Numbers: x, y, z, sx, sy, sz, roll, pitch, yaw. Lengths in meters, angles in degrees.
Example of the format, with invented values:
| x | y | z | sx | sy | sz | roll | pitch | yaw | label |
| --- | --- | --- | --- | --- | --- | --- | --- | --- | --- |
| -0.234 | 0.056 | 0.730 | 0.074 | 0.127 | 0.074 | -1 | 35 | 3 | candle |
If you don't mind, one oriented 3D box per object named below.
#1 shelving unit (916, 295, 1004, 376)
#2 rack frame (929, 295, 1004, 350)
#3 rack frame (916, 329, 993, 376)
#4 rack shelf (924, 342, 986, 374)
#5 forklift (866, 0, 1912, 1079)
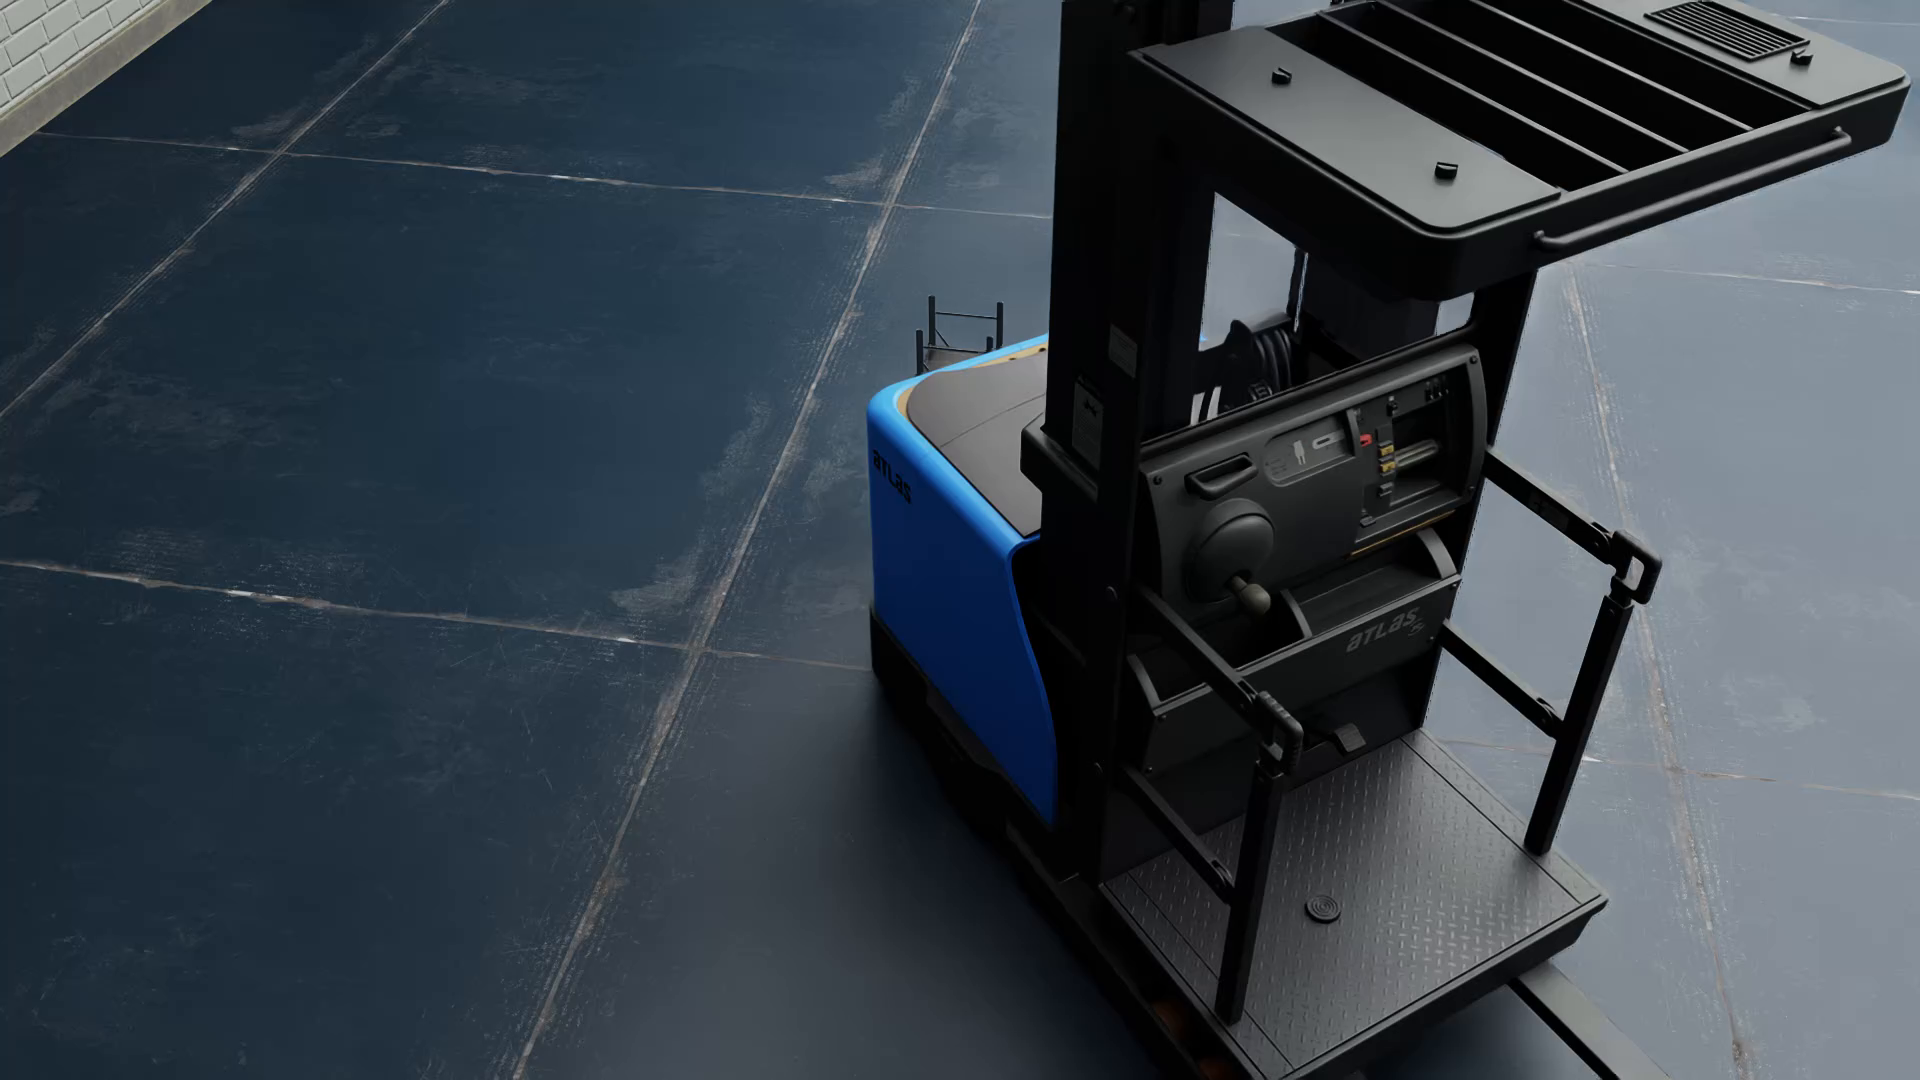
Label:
| x | y | z | sx | sy | sz | roll | pitch | yaw | label |
| --- | --- | --- | --- | --- | --- | --- | --- | --- | --- |
| 0.001 | -0.352 | 5.469 | 0.258 | 0.900 | 0.210 | 6 | 40 | 8 | shelving unit |
| 0.019 | -0.416 | 5.547 | 0.240 | 0.900 | 0.006 | 6 | 40 | 8 | rack frame |
| -0.016 | -0.288 | 5.392 | 0.240 | 0.900 | 0.006 | 6 | 40 | 8 | rack frame |
| 0.001 | -0.534 | 5.319 | 0.258 | 0.077 | 0.200 | 6 | 40 | 8 | rack shelf |
| 0.909 | -0.056 | 3.518 | 1.130 | 2.935 | 3.031 | -21 | 44 | -23 | forklift |
